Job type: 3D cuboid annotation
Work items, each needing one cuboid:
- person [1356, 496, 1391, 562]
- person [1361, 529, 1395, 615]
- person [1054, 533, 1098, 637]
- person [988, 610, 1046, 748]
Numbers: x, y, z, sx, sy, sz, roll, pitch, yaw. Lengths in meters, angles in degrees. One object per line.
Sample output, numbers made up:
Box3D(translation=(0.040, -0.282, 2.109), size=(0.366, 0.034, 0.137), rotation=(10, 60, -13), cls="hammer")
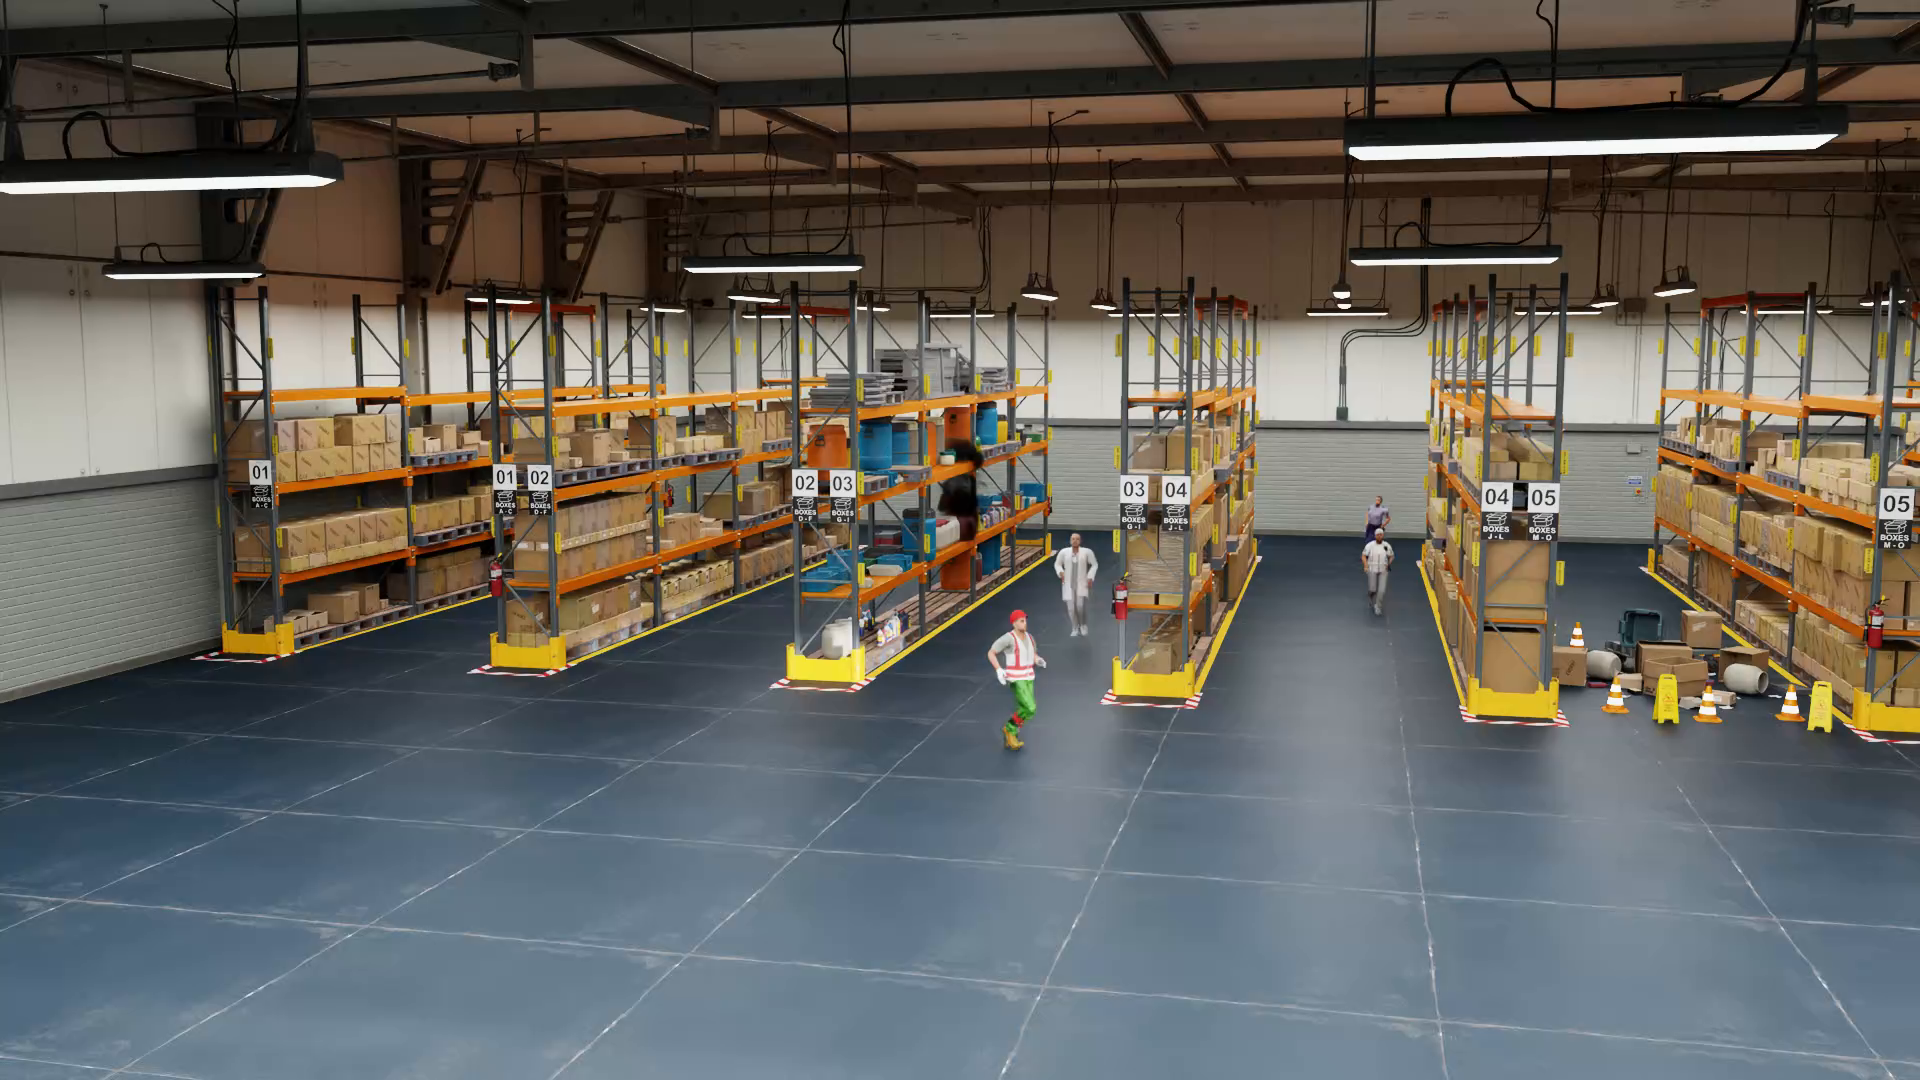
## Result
Box3D(translation=(9.846, -0.274, 39.266), size=(0.791, 1.577, 0.686), rotation=(-5, 8, -38), cls="person")
Box3D(translation=(7.918, 0.593, 31.495), size=(0.610, 1.624, 0.552), rotation=(1, 7, 9), cls="person")
Box3D(translation=(1.899, 0.758, 27.607), size=(0.711, 1.741, 0.623), rotation=(2, 7, 14), cls="person")
Box3D(translation=(0.781, 1.742, 20.703), size=(0.642, 1.742, 0.649), rotation=(6, 9, 41), cls="person")
